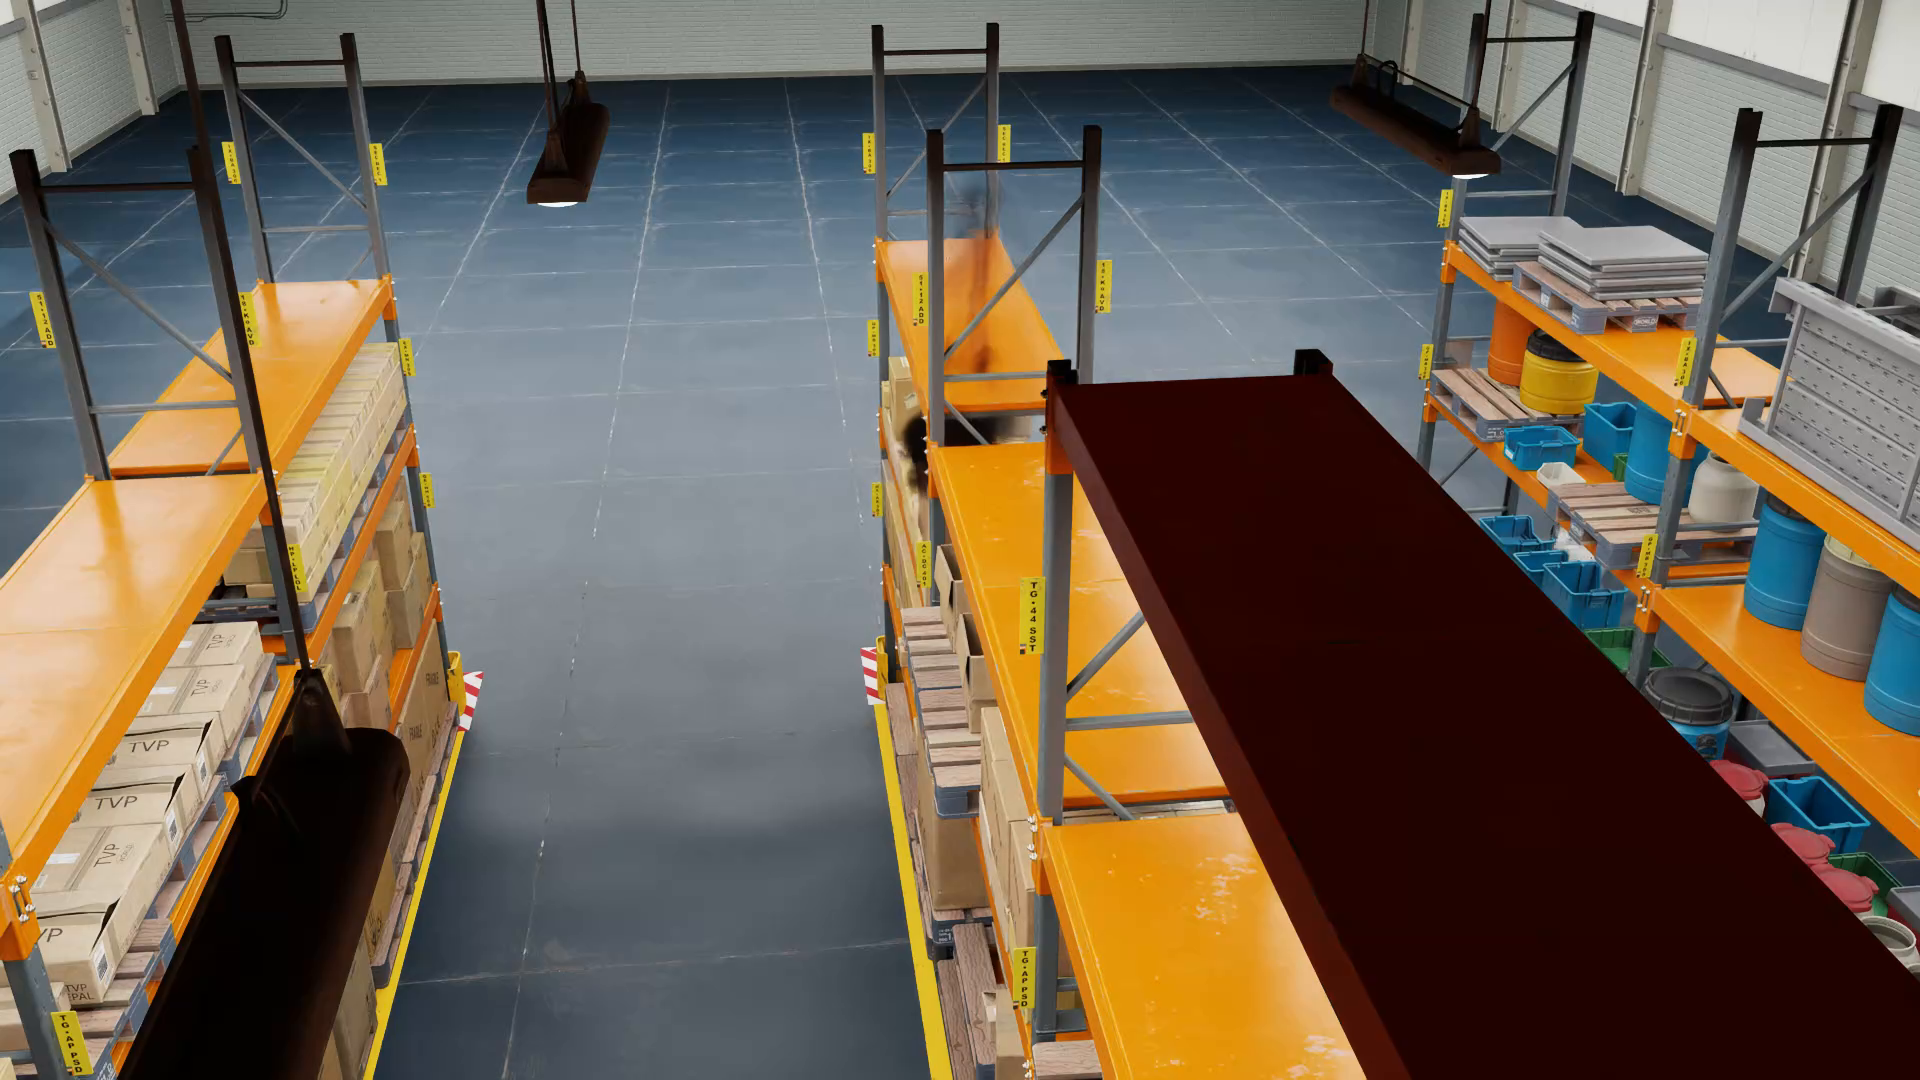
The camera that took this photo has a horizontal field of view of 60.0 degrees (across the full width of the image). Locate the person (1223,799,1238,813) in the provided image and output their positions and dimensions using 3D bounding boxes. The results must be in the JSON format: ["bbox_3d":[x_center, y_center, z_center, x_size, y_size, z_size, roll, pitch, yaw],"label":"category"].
[{"bbox_3d":[1.861,2.635,11.178,0.602,1.625,1.003,-1,26,-2],"label":"person"}]

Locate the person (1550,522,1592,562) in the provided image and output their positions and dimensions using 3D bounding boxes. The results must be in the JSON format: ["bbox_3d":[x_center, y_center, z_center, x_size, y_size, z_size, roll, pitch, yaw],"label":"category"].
[{"bbox_3d":[5.954,0.214,16.163,0.656,1.702,0.779,-8,27,-16],"label":"person"}]
